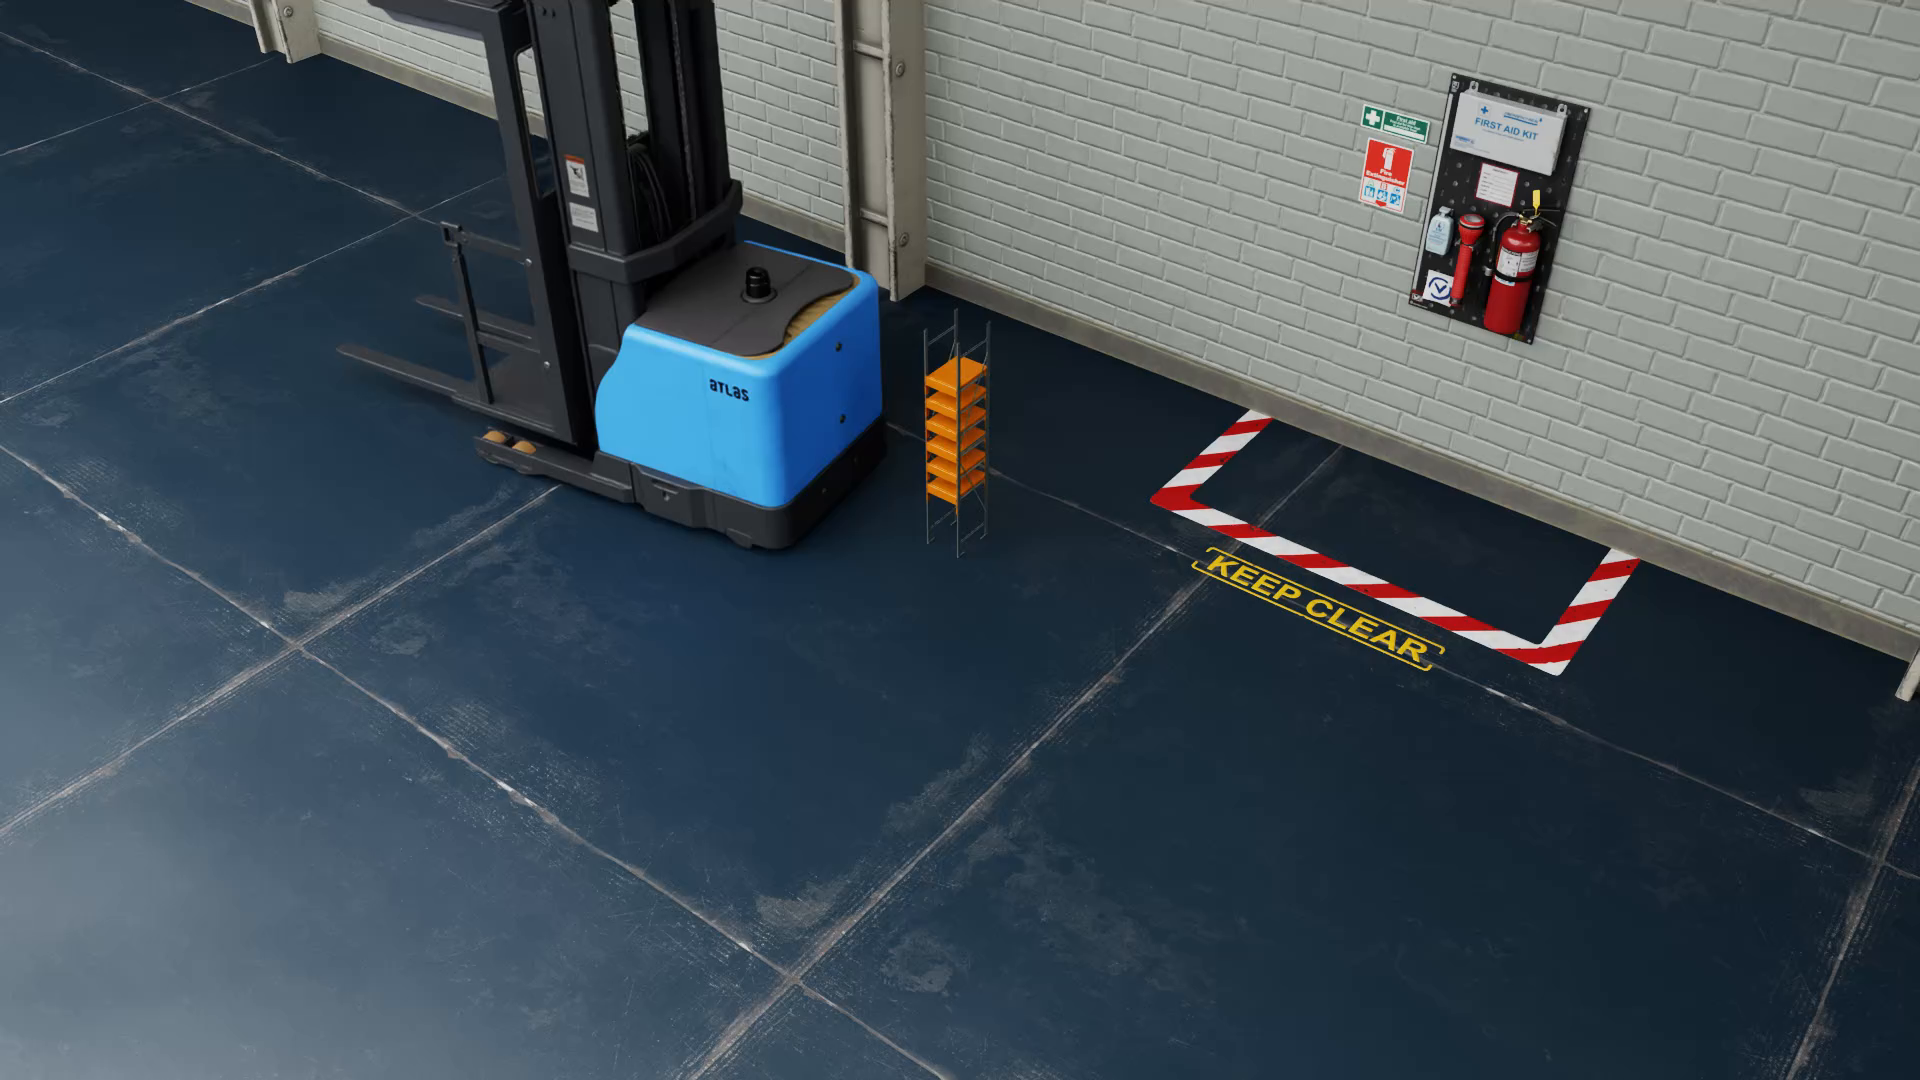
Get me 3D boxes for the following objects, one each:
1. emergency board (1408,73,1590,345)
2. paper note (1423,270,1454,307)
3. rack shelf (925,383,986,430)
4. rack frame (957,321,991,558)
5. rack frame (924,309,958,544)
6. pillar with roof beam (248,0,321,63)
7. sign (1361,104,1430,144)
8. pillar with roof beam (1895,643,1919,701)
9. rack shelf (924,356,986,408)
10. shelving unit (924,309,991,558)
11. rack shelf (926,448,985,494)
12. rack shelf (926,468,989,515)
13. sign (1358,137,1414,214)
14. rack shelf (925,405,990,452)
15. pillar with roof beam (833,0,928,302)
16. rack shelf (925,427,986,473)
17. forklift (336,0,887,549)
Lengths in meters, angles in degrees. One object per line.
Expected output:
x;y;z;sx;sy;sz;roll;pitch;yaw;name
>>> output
2.384;-1.446;7.524;0.643;1.169;0.194;25;45;29;emergency board
2.285;-1.199;7.924;0.142;0.148;0.016;25;45;29;paper note
-0.012;-0.632;7.627;0.180;0.103;0.258;25;45;29;rack shelf
0.061;-0.444;7.704;0.006;1.200;0.240;25;45;29;rack frame
-0.084;-0.512;7.792;0.006;1.200;0.240;25;45;29;rack frame
-7.823;-5.250;7.517;0.400;9.000;9.100;25;45;29;pillar with roof beam
2.006;-1.920;7.671;0.331;0.109;0.001;25;45;29;sign
1.708;-0.756;1.777;0.400;9.000;9.100;25;45;29;pillar with roof beam
-0.012;-0.726;7.553;0.180;0.103;0.258;25;45;29;rack shelf
-0.012;-0.478;7.748;0.189;1.200;0.258;25;45;29;shelving unit
-0.011;-0.348;7.849;0.180;0.103;0.258;25;45;29;rack shelf
-0.011;-0.254;7.923;0.180;0.103;0.258;25;45;29;rack shelf
2.007;-1.718;7.842;0.234;0.329;0.001;25;45;29;sign
-0.012;-0.537;7.701;0.180;0.103;0.258;25;45;29;rack shelf
-3.058;-3.003;4.647;0.400;9.000;9.100;25;45;29;pillar with roof beam
-0.012;-0.443;7.775;0.180;0.103;0.258;25;45;29;rack shelf
-1.921;-1.759;7.980;3.031;2.935;1.130;19;42;22;forklift
